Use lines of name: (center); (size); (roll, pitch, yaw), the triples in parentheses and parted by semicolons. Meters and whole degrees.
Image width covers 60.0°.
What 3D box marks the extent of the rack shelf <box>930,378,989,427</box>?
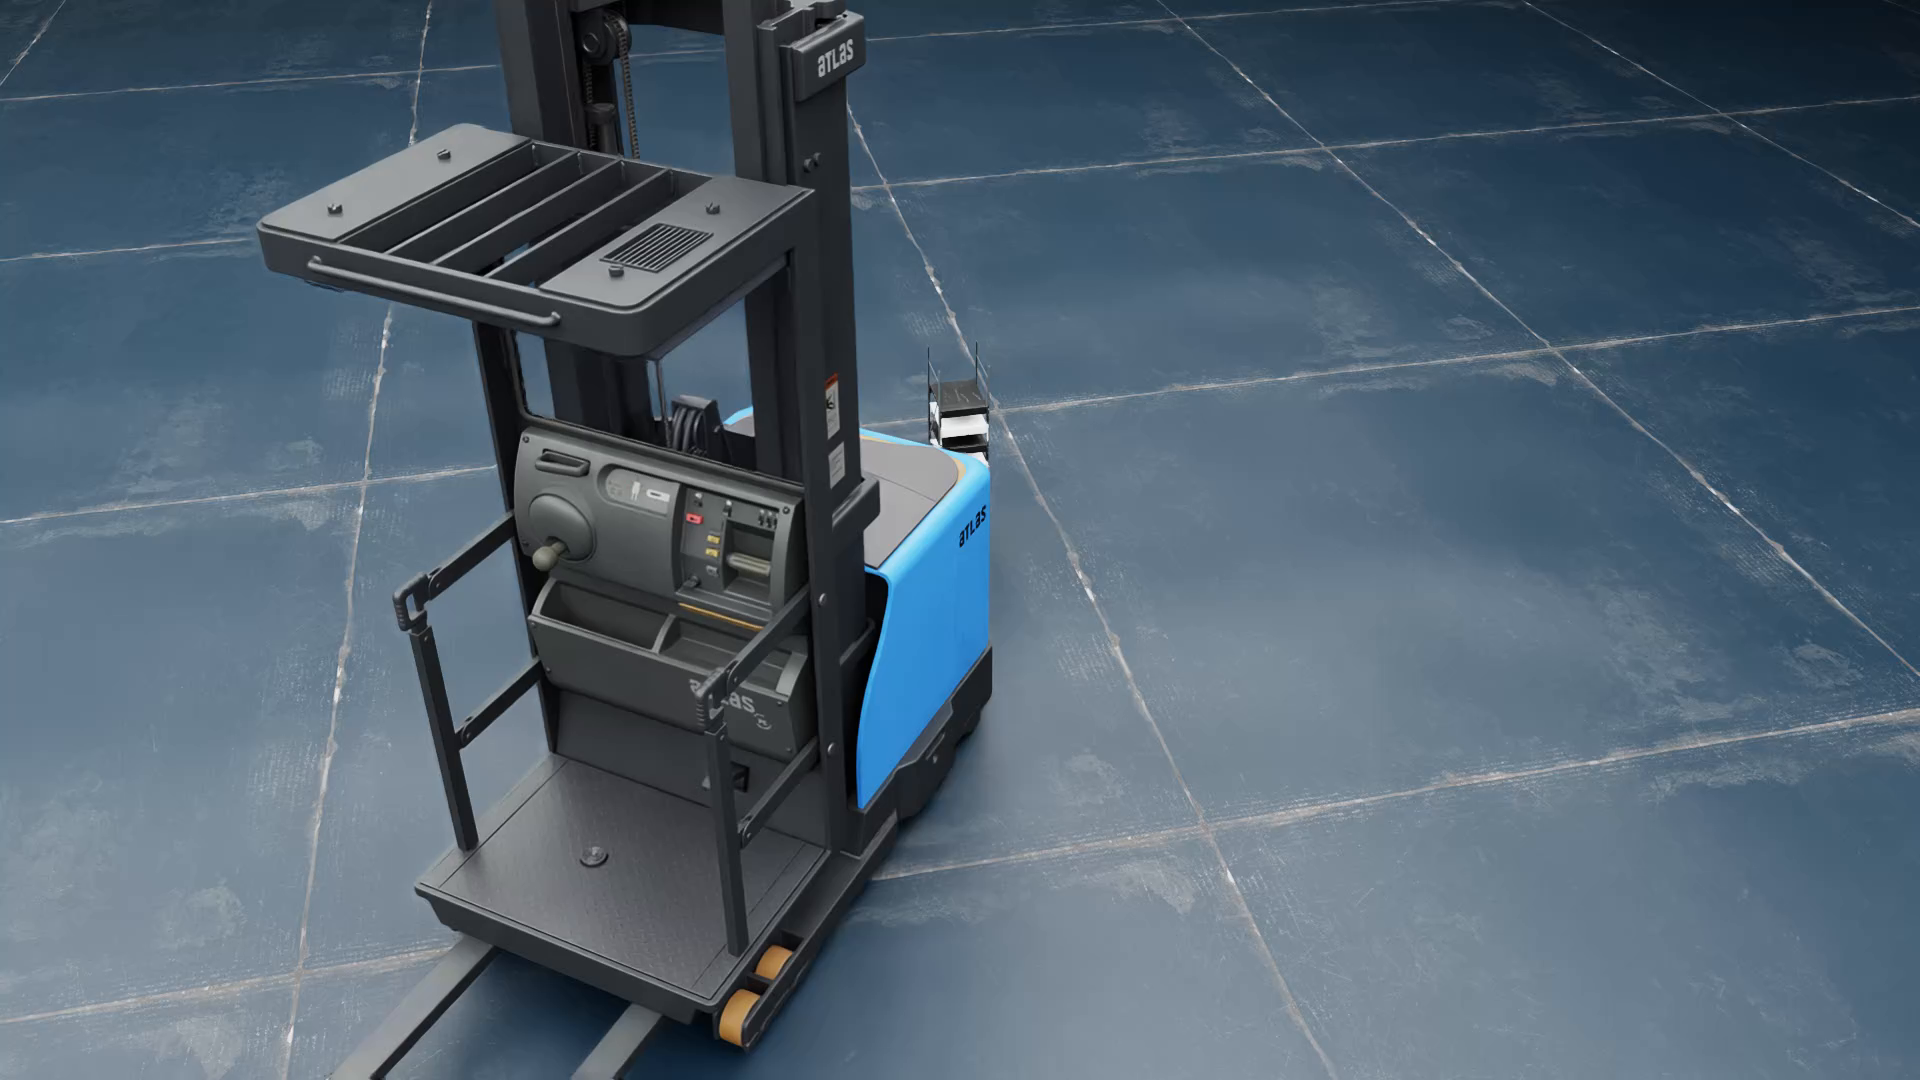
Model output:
rack shelf: (-0.008, -0.569, 6.866); (0.200, 0.077, 0.258); (-7, 35, -11)

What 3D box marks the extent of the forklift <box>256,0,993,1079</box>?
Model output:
forklift: (-0.973, 0.019, 4.591); (1.130, 2.935, 3.031); (15, 37, 21)

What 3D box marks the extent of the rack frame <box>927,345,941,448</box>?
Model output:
rack frame: (-0.107, -0.360, 6.979); (0.006, 0.900, 0.240); (-7, 35, -11)

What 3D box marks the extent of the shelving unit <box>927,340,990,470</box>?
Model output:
shelving unit: (-0.008, -0.373, 6.998); (0.210, 0.900, 0.258); (-7, 35, -11)

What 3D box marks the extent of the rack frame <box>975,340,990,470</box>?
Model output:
rack frame: (0.091, -0.385, 7.016); (0.006, 0.900, 0.240); (-7, 35, -11)

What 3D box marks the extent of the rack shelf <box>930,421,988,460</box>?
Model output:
rack shelf: (-0.008, -0.420, 6.966); (0.200, 0.077, 0.258); (-7, 35, -11)

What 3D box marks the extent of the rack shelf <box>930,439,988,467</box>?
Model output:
rack shelf: (-0.008, -0.345, 7.016); (0.200, 0.077, 0.258); (-7, 35, -11)

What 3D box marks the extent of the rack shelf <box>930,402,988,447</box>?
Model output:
rack shelf: (-0.008, -0.494, 6.916); (0.200, 0.077, 0.258); (-7, 35, -11)
